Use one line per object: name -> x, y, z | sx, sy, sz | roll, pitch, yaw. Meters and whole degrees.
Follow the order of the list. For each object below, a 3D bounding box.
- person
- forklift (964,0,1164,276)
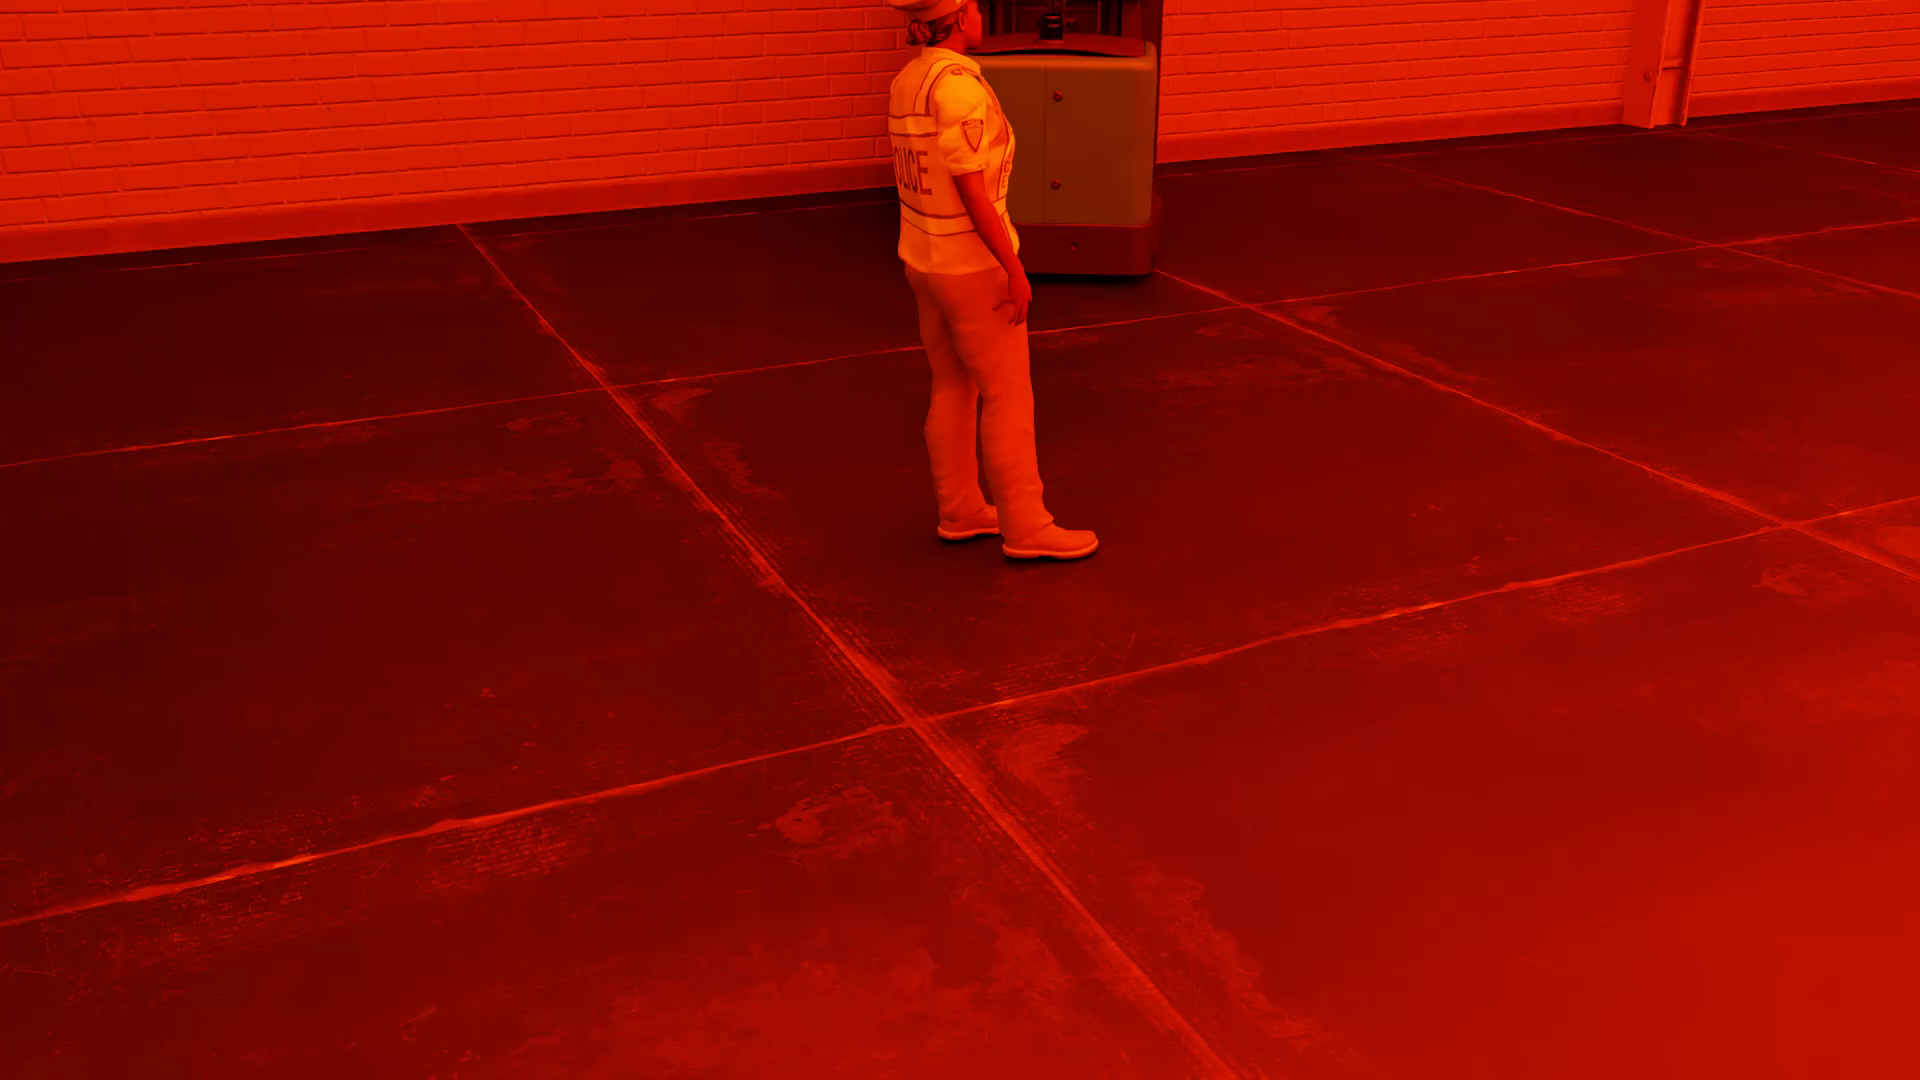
person -> 0.077, -0.795, 4.791 | 0.528, 1.695, 0.569 | -10, 25, -23
forklift -> 0.549, -3.146, 8.860 | 1.130, 2.935, 3.031 | 2, 23, 5
